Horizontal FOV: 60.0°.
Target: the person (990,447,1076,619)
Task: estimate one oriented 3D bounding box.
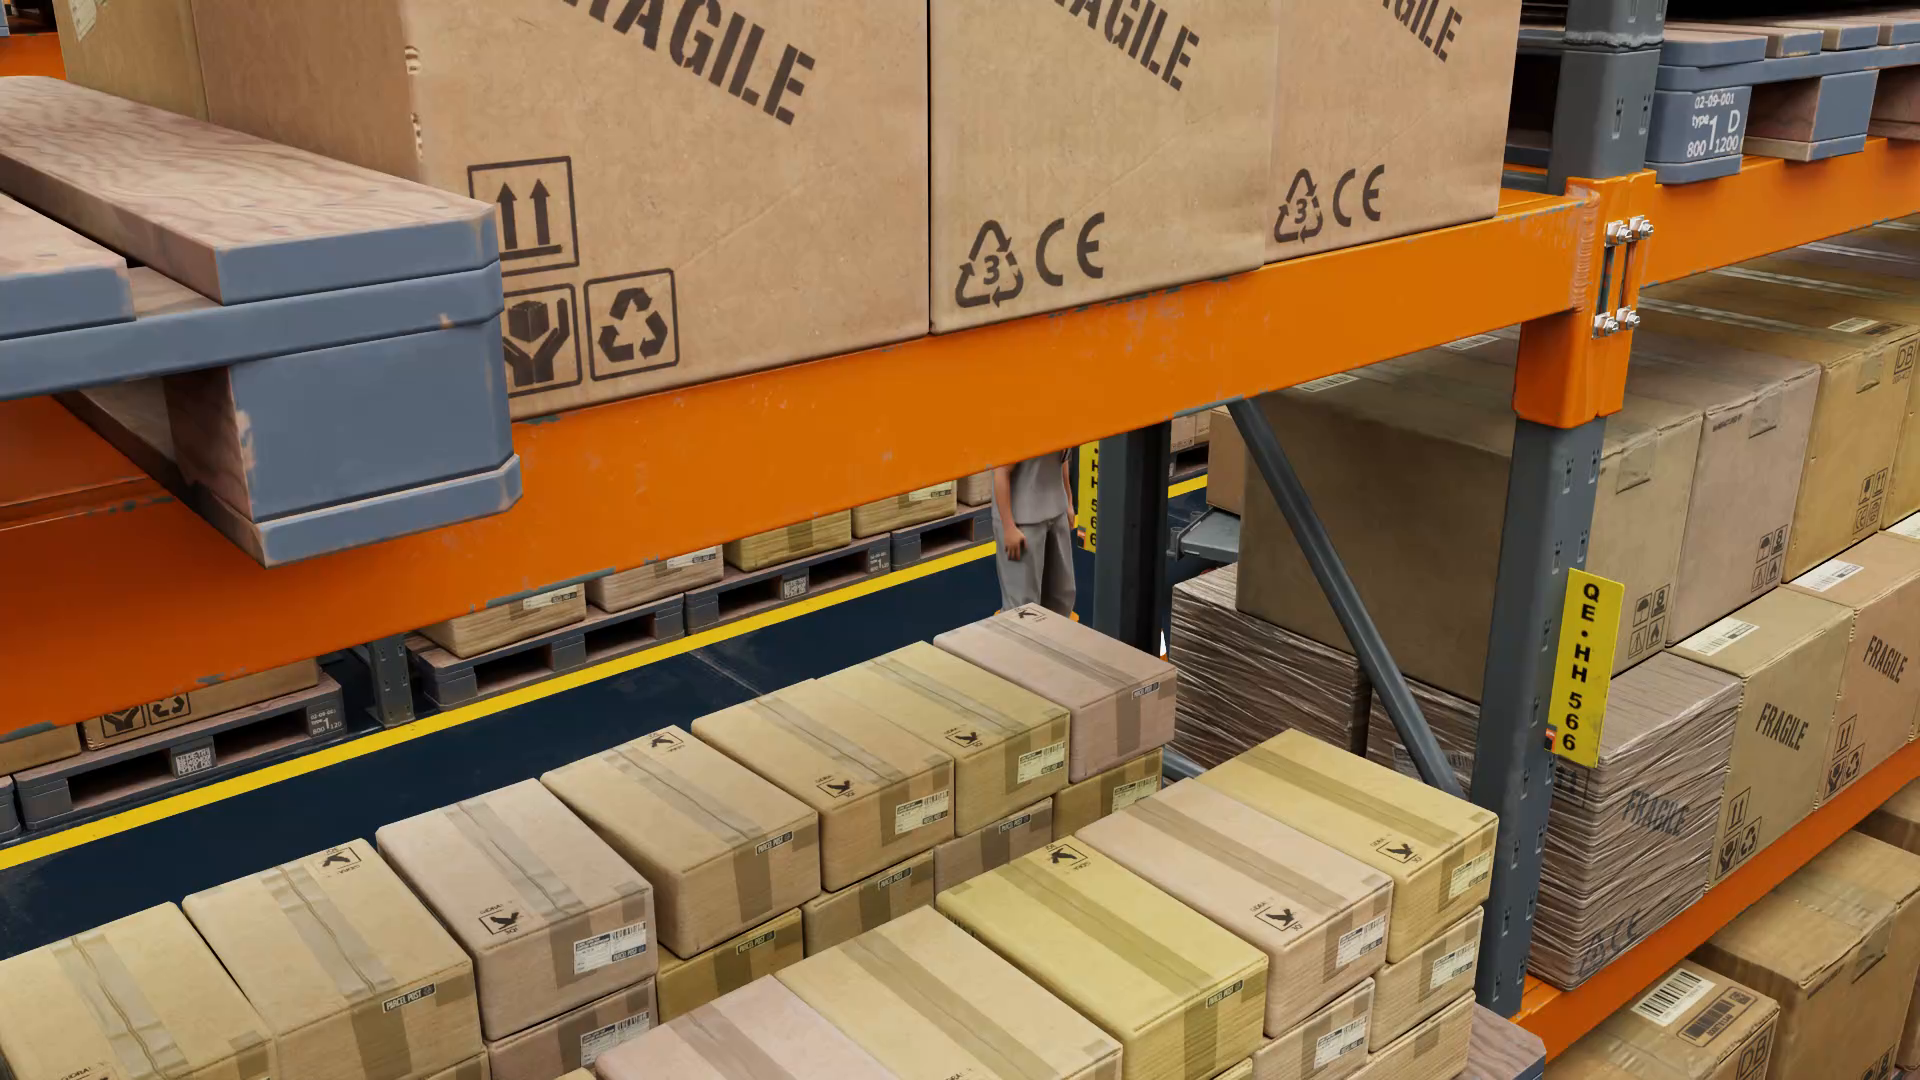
[{"bbox_3d":[0.316,-0.081,6.797,0.366,1.671,0.503,15,26,34],"label":"person"}]
